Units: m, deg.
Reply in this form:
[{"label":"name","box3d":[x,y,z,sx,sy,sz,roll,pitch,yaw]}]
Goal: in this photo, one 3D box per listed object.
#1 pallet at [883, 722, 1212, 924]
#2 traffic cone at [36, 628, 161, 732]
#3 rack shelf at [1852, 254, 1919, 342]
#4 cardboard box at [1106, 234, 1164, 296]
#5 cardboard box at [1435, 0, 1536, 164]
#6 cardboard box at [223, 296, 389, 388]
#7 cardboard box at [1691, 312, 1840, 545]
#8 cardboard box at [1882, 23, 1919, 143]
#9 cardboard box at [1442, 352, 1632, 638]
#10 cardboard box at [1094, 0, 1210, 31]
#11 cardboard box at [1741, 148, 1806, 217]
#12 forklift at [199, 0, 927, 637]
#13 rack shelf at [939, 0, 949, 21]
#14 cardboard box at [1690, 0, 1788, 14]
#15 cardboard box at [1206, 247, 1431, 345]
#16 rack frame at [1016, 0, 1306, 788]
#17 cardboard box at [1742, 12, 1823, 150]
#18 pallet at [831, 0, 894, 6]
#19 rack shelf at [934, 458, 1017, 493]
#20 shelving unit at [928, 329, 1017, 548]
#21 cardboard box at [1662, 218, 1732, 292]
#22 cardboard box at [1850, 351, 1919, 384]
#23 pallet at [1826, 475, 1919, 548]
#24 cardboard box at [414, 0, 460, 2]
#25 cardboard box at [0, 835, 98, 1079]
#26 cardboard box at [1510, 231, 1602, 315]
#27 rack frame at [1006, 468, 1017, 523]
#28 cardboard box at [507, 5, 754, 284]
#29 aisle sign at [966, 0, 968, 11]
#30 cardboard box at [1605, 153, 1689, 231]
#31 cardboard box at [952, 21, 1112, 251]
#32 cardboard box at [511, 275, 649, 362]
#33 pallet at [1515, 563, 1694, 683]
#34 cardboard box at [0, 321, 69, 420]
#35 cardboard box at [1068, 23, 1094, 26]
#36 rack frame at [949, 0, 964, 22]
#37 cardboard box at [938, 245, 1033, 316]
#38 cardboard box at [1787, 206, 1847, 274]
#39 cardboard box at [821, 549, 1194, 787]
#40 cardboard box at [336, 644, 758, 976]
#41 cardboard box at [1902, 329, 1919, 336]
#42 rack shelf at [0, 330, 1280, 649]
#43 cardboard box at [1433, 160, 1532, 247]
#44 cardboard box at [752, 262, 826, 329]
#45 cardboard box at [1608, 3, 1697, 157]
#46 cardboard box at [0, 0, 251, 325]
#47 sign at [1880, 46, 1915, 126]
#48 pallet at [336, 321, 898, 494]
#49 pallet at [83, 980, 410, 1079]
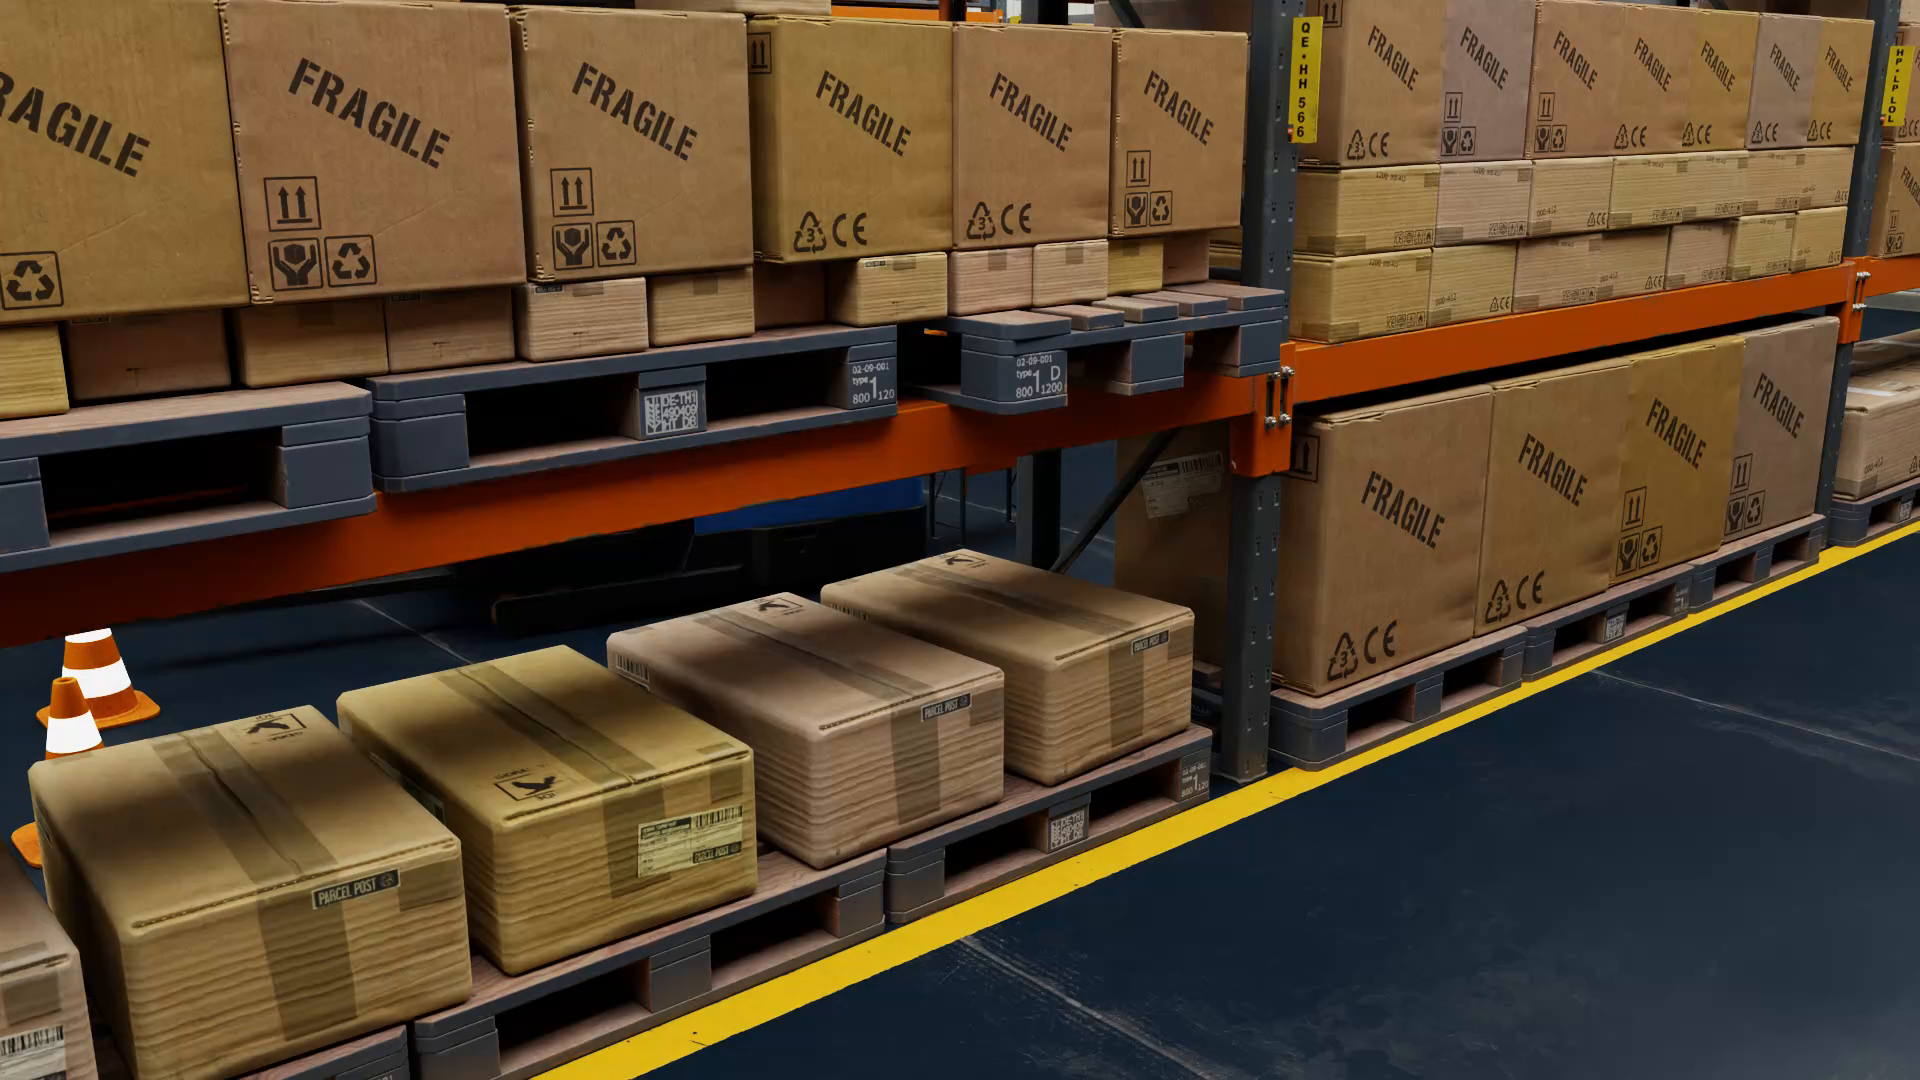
[{"label":"pallet","box3d":[-0.031,0.664,4.856,1.213,0.211,1.003,-13,19,-39]},{"label":"traffic cone","box3d":[-2.880,0.361,5.501,0.334,0.463,0.336,-13,19,-39]},{"label":"rack shelf","box3d":[5.086,-1.484,8.889,4.000,0.370,1.077,-13,19,-39]},{"label":"cardboard box","box3d":[0.312,-0.736,4.367,0.250,0.149,0.380,-12,19,-39]},{"label":"cardboard box","box3d":[1.460,-1.469,5.305,0.500,0.500,0.500,-13,19,-39]},{"label":"cardboard box","box3d":[-1.255,-0.391,3.073,0.250,0.149,0.380,-12,19,-39]},{"label":"cardboard box","box3d":[3.162,-0.549,7.296,0.875,0.875,0.875,-12,19,-38]},{"label":"cardboard box","box3d":[4.095,-2.058,7.511,0.500,0.500,0.500,-12,19,-39]},{"label":"cardboard box","box3d":[1.810,-0.243,6.151,0.875,0.875,0.875,-12,19,-39]},{"label":"cardboard box","box3d":[0.778,-1.486,5.368,0.500,0.500,0.500,-13,20,-41]},{"label":"cardboard box","box3d":[3.032,-1.454,6.703,0.500,0.250,0.500,-12,19,-38]},{"label":"forklift","box3d":[-1.692,-1.202,6.570,3.031,2.935,1.130,-8,17,-26]},{"label":"rack shelf","box3d":[-1.258,-3.203,9.509,4.000,0.370,1.077,-13,19,-39]},{"label":"cardboard box","box3d":[3.600,-2.452,7.729,0.250,0.149,0.380,-13,20,-40]},{"label":"cardboard box","box3d":[1.094,-0.777,5.137,0.500,0.250,0.500,-13,20,-40]},{"label":"rack frame","box3d":[0.559,-0.816,4.991,0.127,3.000,1.000,-13,19,-39]},{"label":"cardboard box","box3d":[3.019,-1.811,6.586,0.500,0.500,0.500,-12,19,-38]},{"label":"pallet","box3d":[-1.385,-5.171,15.656,1.213,0.211,1.003,-13,19,-39]},{"label":"rack shelf","box3d":[0.125,-0.351,7.769,0.480,0.148,0.258,-13,19,-39]},{"label":"shelving unit","box3d":[0.125,-0.608,7.700,0.503,1.200,0.258,-13,19,-39]},{"label":"cardboard box","box3d":[2.626,-1.128,6.451,0.500,0.250,0.500,-13,20,-41]},{"label":"cardboard box","box3d":[4.796,-0.696,8.692,0.875,0.438,0.875,-13,20,-41]},{"label":"pallet","box3d":[4.202,-0.260,8.313,1.213,0.211,1.003,-13,19,-39]},{"label":"cardboard box","box3d":[-1.119,-1.061,3.070,0.250,0.149,0.380,-11,19,-36]},{"label":"cardboard box","box3d":[-2.064,0.839,3.074,0.625,0.372,0.950,-12,19,-39]},{"label":"cardboard box","box3d":[1.869,-0.955,5.804,0.500,0.250,0.500,-12,19,-38]},{"label":"rack frame","box3d":[0.309,-0.649,7.855,0.015,1.200,0.240,-13,19,-39]},{"label":"cardboard box","box3d":[-0.776,-0.812,3.392,0.500,0.500,0.500,-14,20,-42]},{"label":"aisle sign","box3d":[-0.054,-5.427,17.216,0.004,0.787,0.394,-13,19,-39]},{"label":"cardboard box","box3d":[2.270,-1.275,6.033,0.500,0.250,0.500,-12,19,-38]},{"label":"cardboard box","box3d":[0.016,-0.990,4.059,0.500,0.500,0.500,-13,20,-40]},{"label":"cardboard box","box3d":[-0.832,-0.467,3.359,0.250,0.149,0.380,-12,19,-37]},{"label":"pallet","box3d":[2.123,0.207,6.566,1.213,0.211,1.003,-13,19,-39]},{"label":"cardboard box","box3d":[-1.640,-0.292,2.705,0.250,0.149,0.380,-12,19,-38]},{"label":"cardboard box","box3d":[0.751,-3.144,11.000,0.500,0.500,0.500,-12,19,-38]},{"label":"rack frame","box3d":[0.251,-2.440,11.071,0.127,3.000,1.000,-13,19,-39]},{"label":"cardboard box","box3d":[-0.044,-0.644,4.021,0.250,0.149,0.380,-14,20,-42]},{"label":"cardboard box","box3d":[3.404,-1.296,7.079,0.500,0.250,0.500,-13,20,-41]},{"label":"cardboard box","box3d":[0.126,0.345,4.925,0.625,0.372,0.950,-14,21,-43]},{"label":"cardboard box","box3d":[-1.001,0.599,3.974,0.625,0.372,0.950,-12,19,-38]},{"label":"cardboard box","box3d":[6.162,-1.005,9.850,0.875,0.438,0.875,-14,20,-41]},{"label":"rack shelf","box3d":[-0.950,-0.129,3.815,4.000,0.370,1.077,-13,19,-39]},{"label":"cardboard box","box3d":[1.494,-1.110,5.414,0.500,0.250,0.500,-12,19,-38]},{"label":"cardboard box","box3d":[-0.515,-0.576,3.769,0.250,0.149,0.380,-12,19,-39]},{"label":"cardboard box","box3d":[2.243,-1.638,5.940,0.500,0.500,0.500,-12,19,-38]},{"label":"cardboard box","box3d":[-1.539,-0.641,2.755,0.500,0.500,0.500,-13,19,-39]},{"label":"sign","box3d":[3.940,-1.910,6.999,0.005,0.325,0.100,-13,19,-39]},{"label":"pallet","box3d":[-0.907,-0.380,3.730,1.213,0.211,1.003,-13,19,-39]},{"label":"pallet","box3d":[-1.872,1.077,3.309,1.213,0.211,1.003,-13,19,-39]}]
